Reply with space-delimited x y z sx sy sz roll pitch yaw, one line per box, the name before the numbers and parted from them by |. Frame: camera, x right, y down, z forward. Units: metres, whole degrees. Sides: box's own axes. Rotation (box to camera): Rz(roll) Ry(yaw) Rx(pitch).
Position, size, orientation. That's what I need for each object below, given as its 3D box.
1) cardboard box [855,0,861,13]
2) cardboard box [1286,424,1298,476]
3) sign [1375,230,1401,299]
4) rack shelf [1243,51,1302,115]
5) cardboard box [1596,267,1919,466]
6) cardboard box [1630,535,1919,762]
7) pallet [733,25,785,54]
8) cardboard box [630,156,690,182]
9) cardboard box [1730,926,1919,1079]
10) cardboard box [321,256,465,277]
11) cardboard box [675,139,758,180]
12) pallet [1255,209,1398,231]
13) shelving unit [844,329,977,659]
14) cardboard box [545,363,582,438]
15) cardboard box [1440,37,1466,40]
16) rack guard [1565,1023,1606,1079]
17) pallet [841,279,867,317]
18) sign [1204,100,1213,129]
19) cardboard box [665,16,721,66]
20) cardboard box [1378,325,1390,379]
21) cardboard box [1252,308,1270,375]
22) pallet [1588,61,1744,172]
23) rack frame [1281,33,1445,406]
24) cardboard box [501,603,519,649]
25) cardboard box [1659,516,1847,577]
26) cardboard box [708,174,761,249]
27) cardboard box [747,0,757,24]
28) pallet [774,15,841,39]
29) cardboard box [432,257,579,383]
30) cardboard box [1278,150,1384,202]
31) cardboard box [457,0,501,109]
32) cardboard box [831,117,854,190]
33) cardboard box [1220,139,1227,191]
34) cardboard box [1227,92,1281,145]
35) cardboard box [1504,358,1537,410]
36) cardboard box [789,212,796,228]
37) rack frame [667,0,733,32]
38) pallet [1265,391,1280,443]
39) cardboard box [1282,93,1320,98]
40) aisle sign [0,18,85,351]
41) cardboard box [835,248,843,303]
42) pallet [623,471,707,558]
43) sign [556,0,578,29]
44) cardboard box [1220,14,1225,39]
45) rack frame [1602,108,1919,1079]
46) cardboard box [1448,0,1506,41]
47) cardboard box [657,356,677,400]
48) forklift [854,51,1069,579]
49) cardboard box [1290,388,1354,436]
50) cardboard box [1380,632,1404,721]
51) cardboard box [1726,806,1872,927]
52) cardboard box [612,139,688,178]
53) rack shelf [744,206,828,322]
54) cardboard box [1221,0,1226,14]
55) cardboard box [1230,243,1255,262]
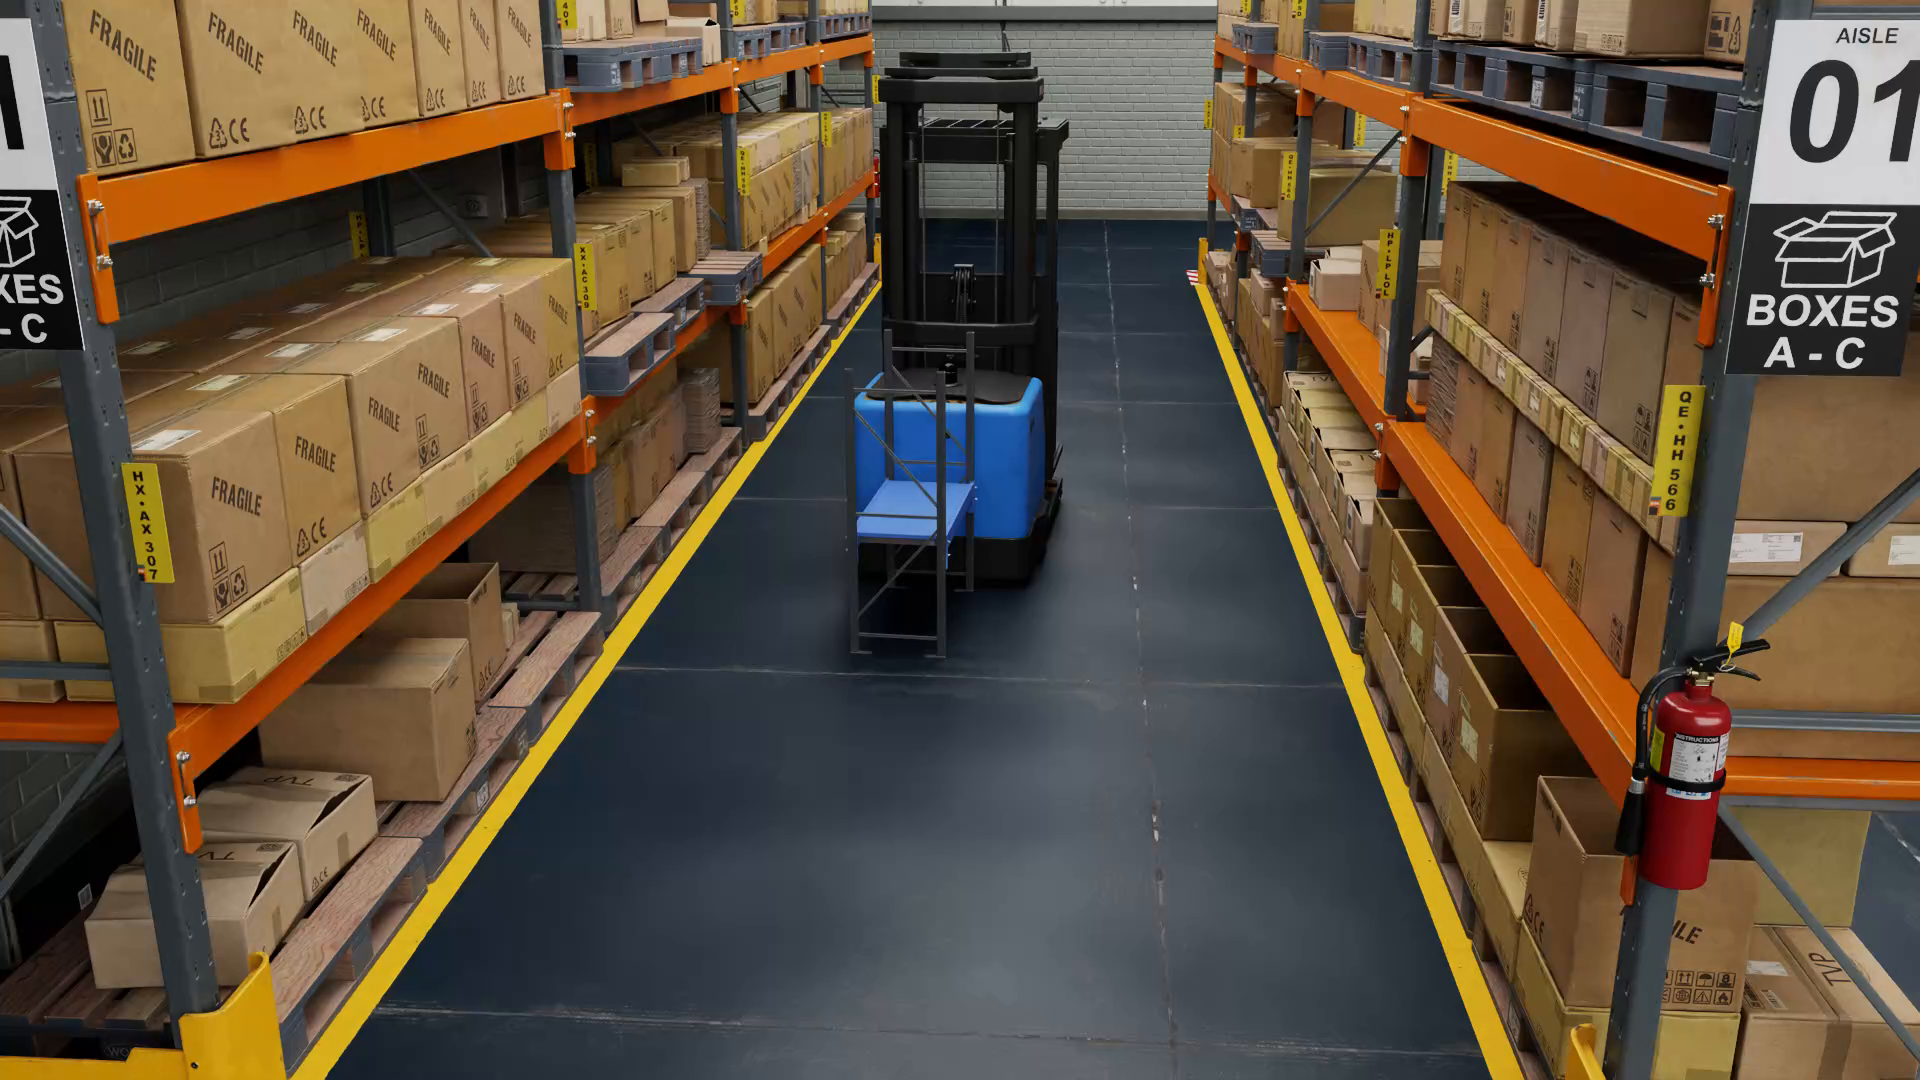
cardboard box | -1.344 -5.819 17.953 0.500 0.250 0.500 1 18 2
cardboard box | 2.482 -0.599 11.177 0.500 0.250 0.500 1 18 2
sign | 2.019 -1.298 7.835 0.100 0.325 0.005 1 18 4
rack shelf | 2.991 -3.724 13.307 1.077 0.370 4.000 1 18 4
cardboard box | 2.357 -0.523 4.957 0.700 0.500 0.500 1 18 2
cardboard box | 2.321 0.274 4.610 0.700 0.500 0.500 1 18 4
pallet | -2.023 -4.012 13.337 1.003 0.211 1.213 2 18 6
cardboard box | -2.088 -2.585 11.587 0.380 0.149 0.250 -1 18 -3
cardboard box | 2.535 1.411 5.040 0.500 0.250 0.500 1 18 4
cardboard box | -2.622 -1.039 7.782 0.500 0.500 0.500 1 18 3
cardboard box | -1.801 -2.827 12.359 0.500 0.250 0.500 2 18 5
pallet | 2.983 -2.532 13.640 1.003 0.211 1.213 1 18 4
shelving unit | -0.244 -0.273 8.848 0.538 1.500 1.048 3 18 8
cardboard box | -2.112 -0.670 7.860 0.500 0.250 0.500 1 18 4
cardboard box | 2.615 -2.521 8.050 0.500 0.250 0.500 3 18 10
rack guard | 2.273 1.661 4.551 1.175 0.500 0.348 1 18 4
pallet | -1.589 -2.660 18.201 1.003 0.211 1.213 1 18 4
sign | 2.880 -4.927 19.252 0.100 0.325 0.005 1 18 4
cardboard box | -1.876 -3.291 10.944 0.500 0.311 0.500 1 18 4
cardboard box | 2.441 -0.990 8.842 0.396 0.266 0.258 1 18 3
cardboard box | 2.750 -1.660 13.978 0.500 0.500 0.500 1 18 2
pallet | 2.351 -1.137 4.399 1.003 0.211 1.213 1 18 4
rack frame | 2.848 -2.019 11.767 1.000 3.000 0.127 1 18 4
cardboard box | -2.388 0.418 8.173 0.380 0.166 0.250 -1 18 -3
cardboard box | 2.112 -0.013 4.443 0.380 0.149 0.250 1 18 3
cardboard box | -1.803 -2.472 12.479 0.500 0.500 0.500 2 18 6
cardboard box | -2.054 -4.453 13.512 0.700 0.500 0.500 1 18 4
pallet | -1.737 -5.008 16.214 1.003 0.211 1.213 1 18 4
cardboard box | -2.105 -1.027 7.744 0.500 0.500 0.500 1 18 4
cardboard box | 3.070 -2.958 13.798 0.700 0.500 0.500 -3 18 -10
cardboard box | -2.219 -2.049 6.850 0.500 0.500 0.500 0 18 -1
cardboard box | -1.651 -4.134 17.740 0.980 0.700 0.700 0 18 1
cardboard box | 3.019 -3.948 17.493 0.500 0.500 0.500 2 18 5
cardboard box | 2.983 -4.262 16.847 0.500 0.500 0.500 1 18 4
cardboard box | 2.241 -0.572 6.149 0.380 0.149 0.250 1 18 3
cardboard box | -1.650 -2.833 14.624 0.380 0.149 0.250 1 18 4
rack frame | -2.093 -4.979 11.167 1.000 3.000 0.127 1 18 4
pallet | 2.939 -0.925 12.906 1.003 0.211 1.213 1 18 4
cardboard box | 3.523 -4.244 16.791 0.500 0.500 0.500 1 18 2
aisle sign | -2.373 -0.850 4.025 0.394 0.787 0.004 1 18 4
cardboard box | -1.611 -2.768 17.394 0.700 0.500 0.500 1 18 3
pallet | -2.241 -0.183 10.641 1.003 0.211 1.213 1 18 4
sign | -1.838 -2.547 7.732 0.100 0.325 0.005 1 18 4
cardboard box | 3.082 -5.549 17.963 0.500 0.250 0.500 1 18 4
rack frame | 2.274 0.466 4.184 1.000 3.000 0.127 1 18 4
cardboard box | 2.223 -2.107 6.464 0.500 0.311 0.500 0 18 1
cardboard box | -2.196 -1.105 11.083 0.500 0.250 0.500 2 18 5
forklift | 0.093 -1.587 10.558 1.130 2.935 3.031 3 18 8
cardboard box | 2.488 -0.859 11.067 0.500 0.311 0.500 1 18 3
cardboard box | 2.185 0.623 7.446 0.500 0.250 0.500 1 18 4
cardboard box | 2.569 0.900 5.397 0.500 0.500 0.500 1 18 4
cardboard box | -2.319 -2.830 12.367 0.500 0.250 0.500 2 18 5
rack shelf | -1.950 -2.408 14.108 1.077 0.370 4.000 1 18 4
cardboard box | 3.082 -5.786 17.885 0.500 0.250 0.500 1 18 4
cardboard box | 3.264 -2.868 17.660 0.797 0.503 0.637 1 18 4
